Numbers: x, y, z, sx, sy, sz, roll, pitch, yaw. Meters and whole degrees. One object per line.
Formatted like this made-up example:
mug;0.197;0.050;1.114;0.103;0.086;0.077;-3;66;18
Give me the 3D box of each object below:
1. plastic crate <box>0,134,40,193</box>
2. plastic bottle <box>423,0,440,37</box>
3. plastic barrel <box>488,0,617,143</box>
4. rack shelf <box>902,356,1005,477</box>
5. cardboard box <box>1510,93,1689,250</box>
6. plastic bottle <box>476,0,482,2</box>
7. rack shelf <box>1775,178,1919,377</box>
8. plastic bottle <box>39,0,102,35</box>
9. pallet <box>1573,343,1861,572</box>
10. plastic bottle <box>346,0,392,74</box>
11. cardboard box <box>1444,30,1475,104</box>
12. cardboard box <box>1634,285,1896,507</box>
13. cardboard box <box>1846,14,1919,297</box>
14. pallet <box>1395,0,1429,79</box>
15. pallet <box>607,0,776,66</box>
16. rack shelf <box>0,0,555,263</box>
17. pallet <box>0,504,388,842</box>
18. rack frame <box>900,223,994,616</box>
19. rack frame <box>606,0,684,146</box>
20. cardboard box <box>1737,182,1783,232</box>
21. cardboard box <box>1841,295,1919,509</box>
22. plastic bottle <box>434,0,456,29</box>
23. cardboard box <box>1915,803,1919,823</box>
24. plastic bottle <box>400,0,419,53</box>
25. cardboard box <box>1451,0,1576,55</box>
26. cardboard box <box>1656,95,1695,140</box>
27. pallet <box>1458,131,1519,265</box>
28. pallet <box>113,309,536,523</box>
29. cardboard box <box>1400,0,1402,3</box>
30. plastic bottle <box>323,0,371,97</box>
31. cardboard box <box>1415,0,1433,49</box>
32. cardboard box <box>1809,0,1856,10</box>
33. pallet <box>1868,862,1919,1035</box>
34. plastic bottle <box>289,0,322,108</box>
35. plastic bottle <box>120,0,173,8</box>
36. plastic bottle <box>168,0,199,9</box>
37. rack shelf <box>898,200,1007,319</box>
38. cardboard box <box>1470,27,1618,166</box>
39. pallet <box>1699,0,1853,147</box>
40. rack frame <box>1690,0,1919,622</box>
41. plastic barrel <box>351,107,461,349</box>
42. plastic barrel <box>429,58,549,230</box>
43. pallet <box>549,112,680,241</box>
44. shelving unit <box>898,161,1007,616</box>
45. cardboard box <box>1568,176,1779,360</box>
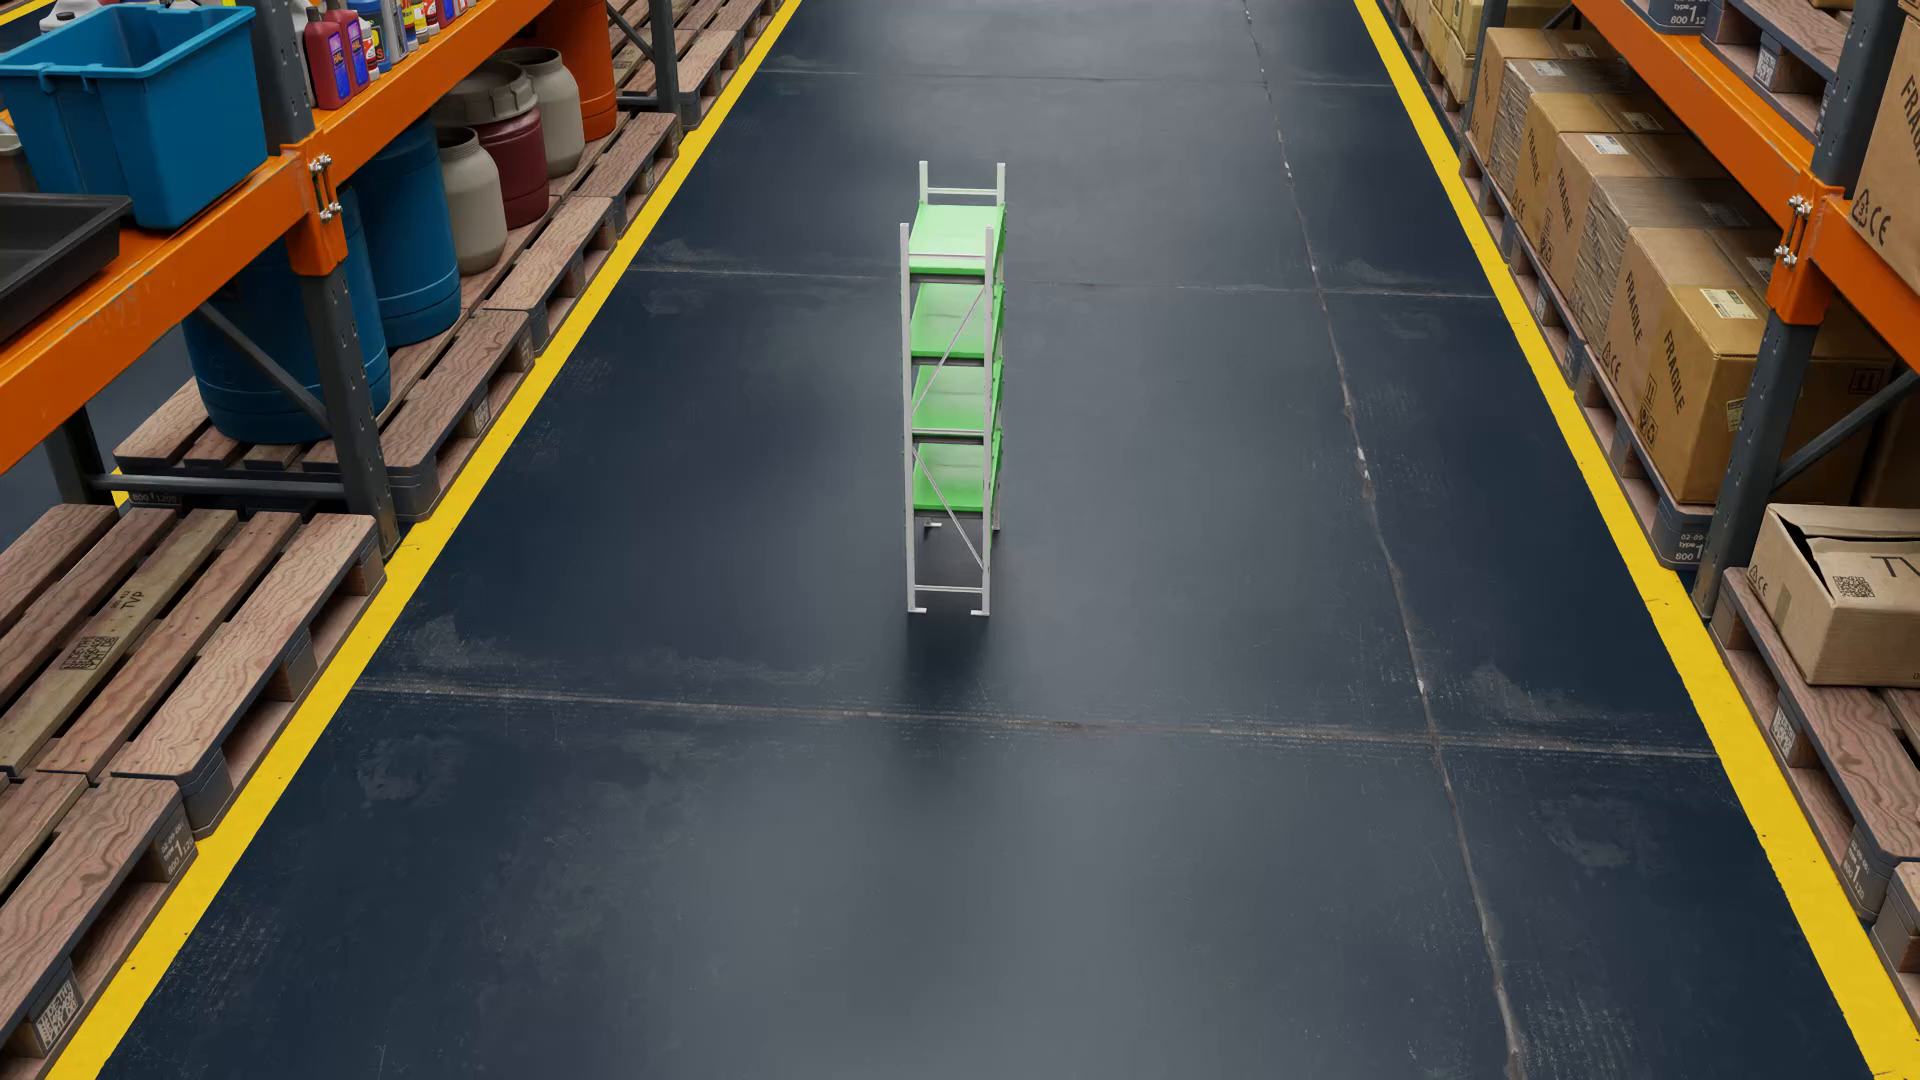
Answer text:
plastic crate;-2.444;-0.938;4.108;0.396;0.136;0.243;2;32;4
plastic bottle;-1.764;-1.756;5.430;0.097;0.201;0.097;0;32;0
plastic barrel;-1.961;-2.352;7.876;0.600;0.830;0.708;2;32;4
rack shelf;-0.013;-0.370;4.828;0.258;0.148;0.480;2;32;4
cardboard box;2.594;-1.502;6.791;0.500;0.500;0.500;2;32;3
plastic bottle;-1.752;-2.041;5.821;0.152;0.276;0.135;2;32;4
rack shelf;2.510;0.303;2.585;1.077;0.370;4.000;2;32;4
plastic bottle;-2.554;-1.429;4.829;0.152;0.276;0.135;2;32;4
pallet;2.701;-0.289;5.517;1.003;0.211;1.213;2;32;4
plastic bottle;-1.799;-1.563;5.050;0.097;0.271;0.097;0;32;0
cardboard box;2.798;-2.434;8.561;0.500;0.250;0.500;3;32;5
cardboard box;2.427;-0.442;5.072;0.500;0.500;0.500;2;32;4
cardboard box;2.360;-0.837;3.653;0.500;0.500;0.500;3;32;5
pallet;3.206;-3.018;9.947;1.003;0.211;1.213;2;32;4
pallet;-1.735;-3.206;10.252;1.003;0.211;1.213;2;32;4
rack shelf;-2.101;-2.002;6.325;1.077;0.370;4.000;2;32;4
pallet;-2.285;0.311;4.544;1.003;0.211;1.213;2;32;4
rack frame;-0.033;-0.297;4.588;0.240;1.200;0.015;2;32;4
rack frame;-1.938;-3.354;7.833;1.000;3.000;0.127;2;32;4
cardboard box;3.035;-0.955;5.904;0.500;0.500;0.500;3;32;5
cardboard box;2.955;-0.415;5.027;0.500;0.500;0.500;1;32;2
plastic bottle;-1.737;-1.851;5.505;0.061;0.283;0.133;2;32;4
cardboard box;2.362;0.633;3.645;0.380;0.166;0.250;2;32;4
plastic bottle;-1.780;-1.684;5.246;0.097;0.271;0.097;0;32;0
cardboard box;2.796;-2.672;8.412;0.500;0.311;0.500;3;32;5
cardboard box;3.114;-1.494;6.778;0.500;0.500;0.500;1;32;2
pallet;2.900;-1.565;7.588;1.003;0.211;1.213;2;32;4
pallet;-2.160;-0.477;5.823;1.003;0.211;1.213;2;32;4
cardboard box;2.962;-3.502;10.294;0.500;0.250;0.500;2;32;2
plastic bottle;-1.798;-1.456;4.865;0.061;0.283;0.133;2;32;4
cardboard box;2.880;-2.967;9.425;0.500;0.250;0.500;3;32;5
cardboard box;2.927;-1.871;4.931;0.700;0.500;0.500;7;32;12
pallet;2.519;1.137;3.204;1.003;0.211;1.213;2;32;4
plastic bottle;-1.909;-1.433;4.763;0.144;0.351;0.185;2;32;4
plastic bottle;-2.524;-1.620;5.139;0.152;0.276;0.135;2;32;4
plastic bottle;-2.398;-1.593;5.165;0.097;0.201;0.097;0;32;0
rack shelf;-0.013;-0.778;4.576;0.258;0.148;0.480;2;32;4
cardboard box;2.676;-2.038;7.661;0.500;0.500;0.500;4;32;6
pallet;2.846;-1.380;4.814;1.003;0.211;1.213;2;32;4
rack frame;2.673;-1.049;4.093;1.000;3.000;0.127;2;32;4
plastic barrel;-2.145;-1.202;5.941;0.600;0.901;0.708;2;32;4
plastic barrel;-2.053;-1.659;6.981;0.600;0.588;0.708;2;32;4
pallet;-1.961;-1.753;7.893;1.003;0.211;1.213;2;32;4
shelving unit;-0.013;-0.424;4.795;0.258;1.200;0.503;2;32;4
cardboard box;2.517;-0.963;5.916;0.500;0.500;0.500;3;32;5
